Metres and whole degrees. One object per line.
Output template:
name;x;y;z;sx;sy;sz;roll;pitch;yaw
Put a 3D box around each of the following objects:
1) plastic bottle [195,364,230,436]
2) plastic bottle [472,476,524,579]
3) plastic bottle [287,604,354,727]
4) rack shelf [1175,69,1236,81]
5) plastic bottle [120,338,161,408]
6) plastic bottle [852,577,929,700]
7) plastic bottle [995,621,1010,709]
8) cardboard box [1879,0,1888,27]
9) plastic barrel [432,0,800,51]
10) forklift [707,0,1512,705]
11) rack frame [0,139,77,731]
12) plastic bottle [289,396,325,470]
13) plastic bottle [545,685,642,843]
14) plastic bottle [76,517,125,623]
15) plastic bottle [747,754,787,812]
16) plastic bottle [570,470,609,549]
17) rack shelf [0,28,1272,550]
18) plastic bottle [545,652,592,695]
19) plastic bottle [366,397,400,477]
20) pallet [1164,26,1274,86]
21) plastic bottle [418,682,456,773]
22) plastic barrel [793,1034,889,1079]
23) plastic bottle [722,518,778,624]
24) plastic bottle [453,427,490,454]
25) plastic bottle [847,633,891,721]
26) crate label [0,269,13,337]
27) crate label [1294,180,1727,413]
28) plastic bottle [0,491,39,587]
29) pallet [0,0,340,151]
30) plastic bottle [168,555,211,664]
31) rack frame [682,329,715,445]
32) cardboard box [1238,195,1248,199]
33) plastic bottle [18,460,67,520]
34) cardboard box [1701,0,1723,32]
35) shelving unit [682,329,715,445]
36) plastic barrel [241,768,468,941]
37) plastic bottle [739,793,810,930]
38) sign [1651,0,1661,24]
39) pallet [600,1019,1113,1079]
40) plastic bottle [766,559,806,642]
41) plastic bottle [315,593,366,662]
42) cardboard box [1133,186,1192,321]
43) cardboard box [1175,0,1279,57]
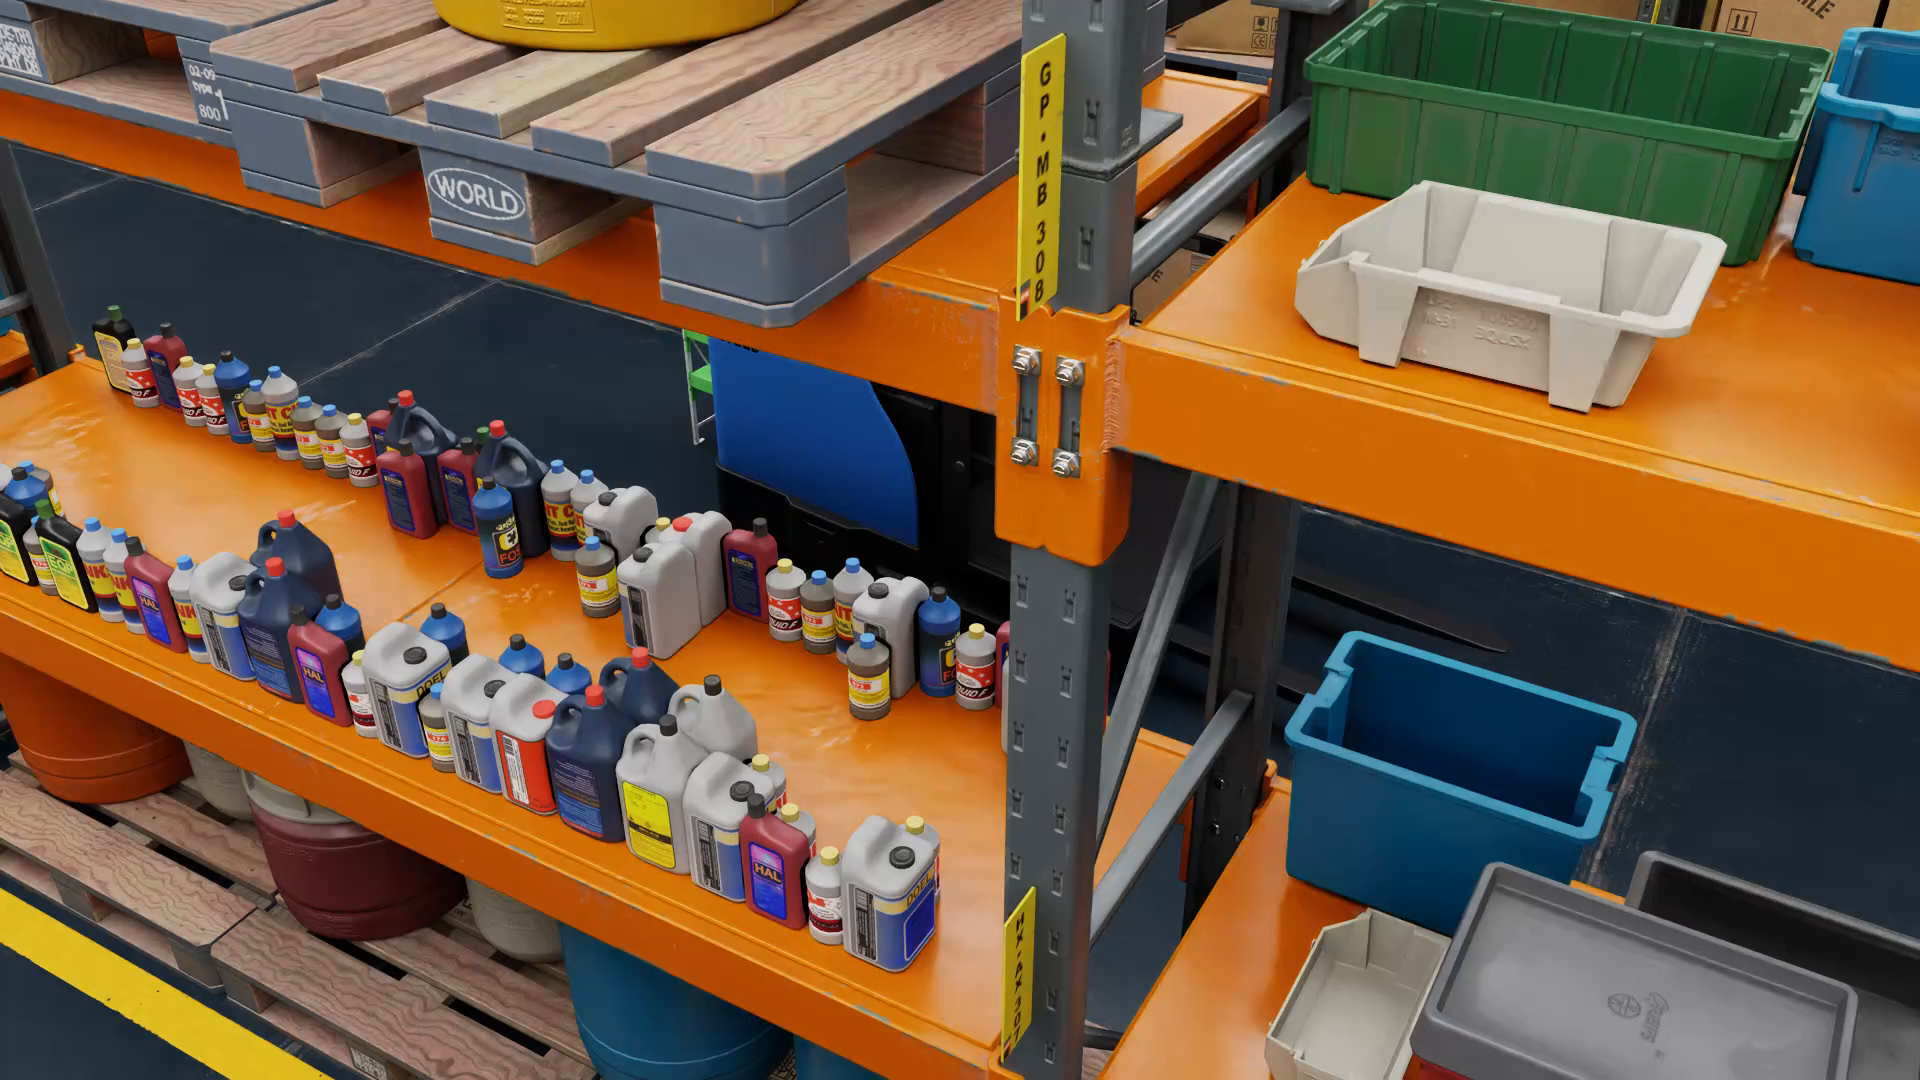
plastic bottle;-2.165;-0.416;4.847;0.097;0.201;0.097;0;34;0
plastic bottle;-1.176;-0.040;4.219;0.097;0.271;0.097;0;34;0
plastic bottle;-1.430;0.279;3.730;0.133;0.283;0.061;18;37;24
rack shelf;1.094;-2.068;7.799;4.000;0.370;1.077;18;37;24
plastic bottle;-2.449;-0.506;4.983;0.097;0.201;0.097;0;34;0
plastic bottle;-0.161;0.205;3.847;0.135;0.276;0.152;18;37;24
plastic bottle;0.147;0.271;3.742;0.133;0.283;0.061;18;37;24
cardboard box;3.398;-2.261;6.447;0.500;0.500;0.500;18;38;25
plastic barrel;-0.524;-1.090;2.426;0.600;0.588;0.600;0;34;0
forklift;0.507;-1.015;5.630;3.031;2.935;1.130;22;39;29
rack frame;-3.103;-0.535;4.847;0.127;3.000;1.000;18;37;24
plastic bottle;-1.826;-0.309;4.686;0.097;0.201;0.097;0;34;0
plastic bottle;-0.751;0.439;3.428;0.185;0.351;0.144;18;37;24
plastic bottle;-2.083;0.066;4.061;0.097;0.271;0.097;0;34;0
plastic bottle;-0.405;0.529;3.428;0.097;0.201;0.097;0;34;0
plastic bottle;-0.936;-0.056;4.243;0.097;0.271;0.097;0;34;0
rack shelf;-1.367;-0.934;3.389;4.000;0.370;1.077;18;37;24
plastic bottle;-0.842;0.361;3.617;0.097;0.271;0.097;0;34;0
plastic bottle;-1.548;-0.266;4.549;0.133;0.283;0.061;18;37;24
pallet;1.048;-2.305;7.679;1.213;0.211;1.003;18;37;24
plastic bottle;-1.119;0.400;3.622;0.097;0.201;0.097;0;34;0
plastic barrel;-0.094;1.106;3.897;0.708;0.901;0.600;18;37;24
plastic bottle;-0.508;0.063;4.054;0.133;0.283;0.061;18;37;24
plastic bottle;-1.272;-0.179;4.417;0.133;0.283;0.061;18;37;24
plastic bottle;-0.207;0.302;3.770;0.097;0.201;0.097;0;34;0
crate label;-3.283;-0.762;5.338;0.416;0.233;0.303;18;37;24
crate label;0.651;-0.300;2.026;0.466;0.136;0.293;18;37;24
plastic bottle;-2.393;-0.026;4.188;0.133;0.283;0.061;18;37;24
pallet;-1.346;-1.084;3.136;1.213;0.211;1.003;18;37;24
plastic bottle;-1.798;0.156;3.926;0.097;0.271;0.097;0;34;0
rack frame;-1.105;-0.976;7.134;0.015;1.200;0.240;22;39;29
cardboard box;1.633;-1.493;8.144;0.500;0.500;0.500;18;38;25
plastic bottle;-2.441;-0.116;4.397;0.097;0.201;0.097;0;34;0
cardboard box;4.656;-3.599;11.009;0.750;0.750;0.750;18;38;25
shelving unit;-0.908;-0.897;7.014;0.503;1.200;0.258;22;39;29
plastic barrel;-1.690;0.731;4.743;0.708;0.588;0.600;18;37;24
plastic bottle;-0.357;0.619;3.219;0.133;0.283;0.061;18;37;24
sign;2.558;-2.031;6.050;0.005;0.325;0.100;18;37;24
pallet;-0.280;1.493;4.317;1.213;0.211;1.003;18;37;24
plastic bottle;-0.417;0.138;4.016;0.097;0.201;0.097;0;34;0
plastic bottle;-1.406;0.241;3.798;0.097;0.271;0.097;0;34;0
cardboard box;0.957;-1.375;7.967;0.500;0.500;0.500;16;37;23
cardboard box;1.266;-2.490;7.314;0.500;0.500;0.700;8;35;12
